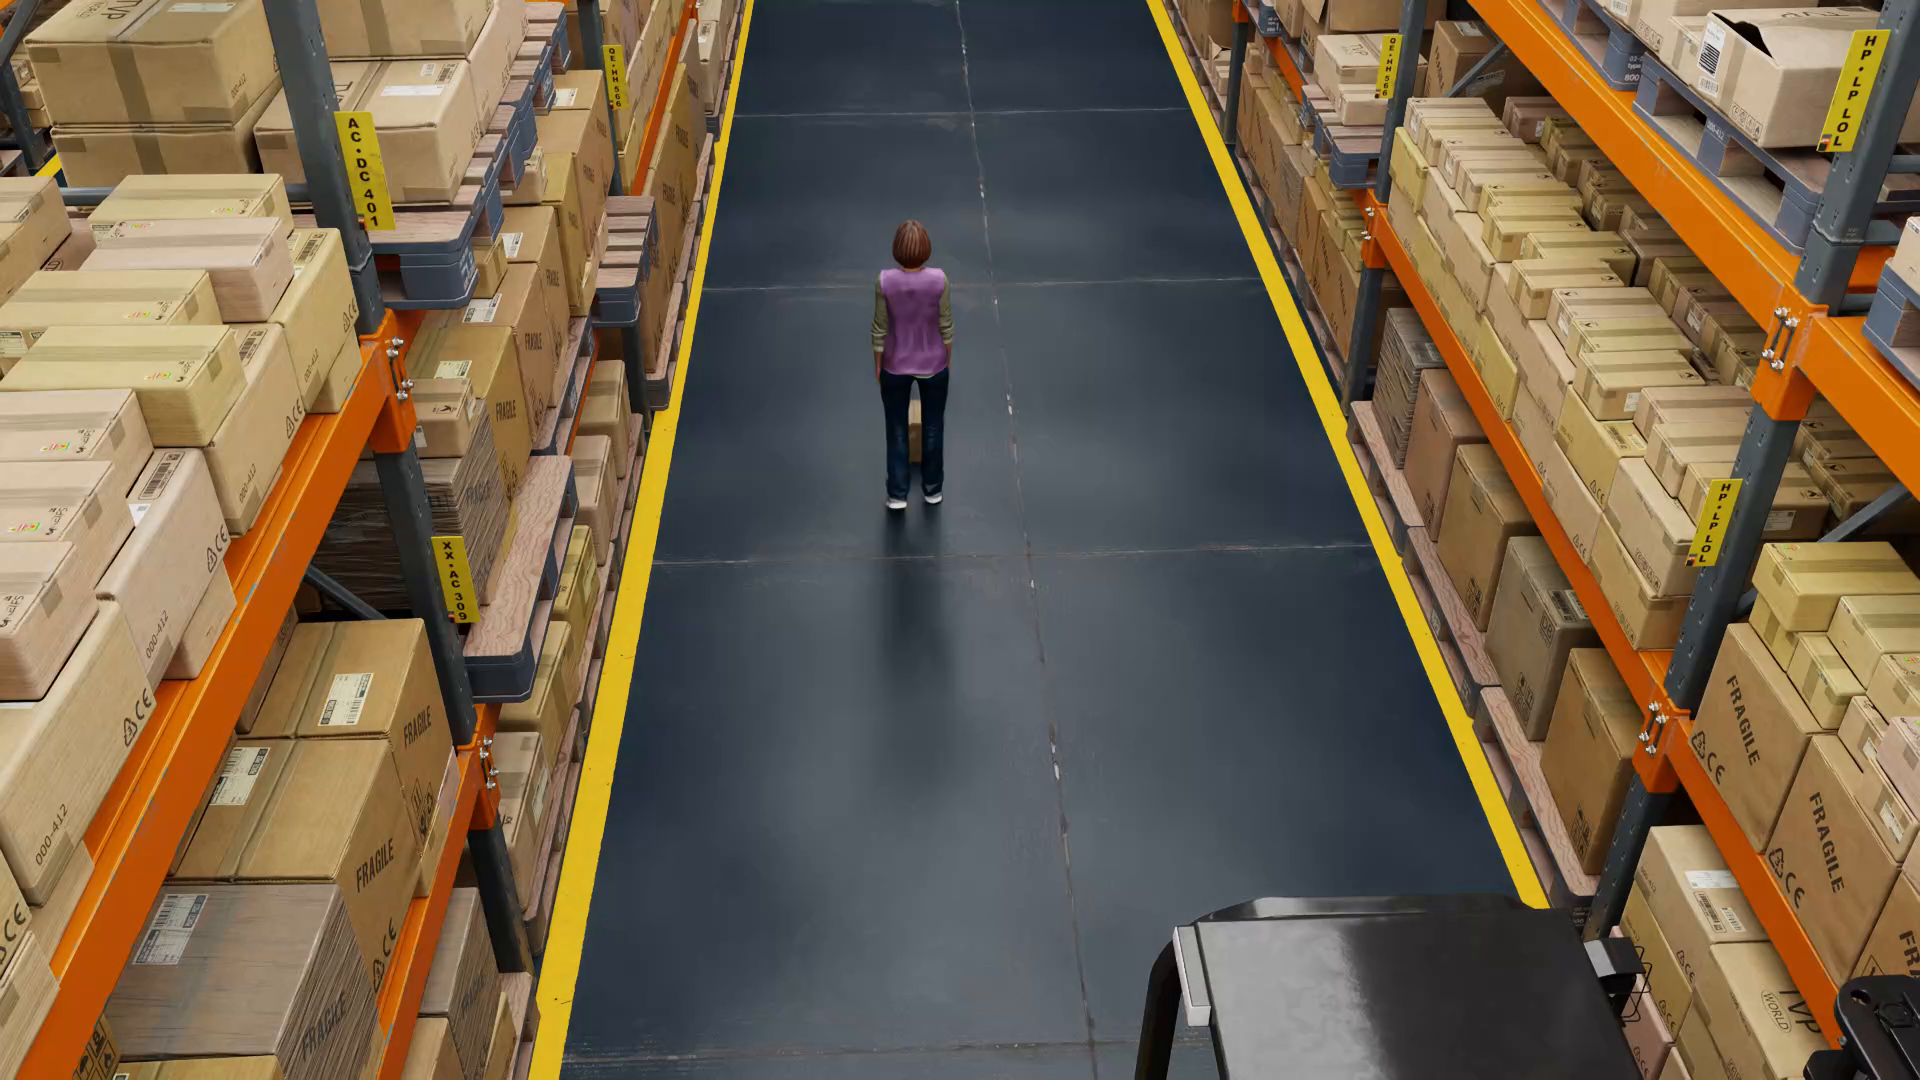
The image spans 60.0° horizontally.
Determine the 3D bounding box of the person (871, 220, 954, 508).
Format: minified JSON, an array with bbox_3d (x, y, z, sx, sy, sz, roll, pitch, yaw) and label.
[{"bbox_3d":[-0.238,-0.861,8.435,0.414,1.649,0.357,-1,36,-1],"label":"person"}]
